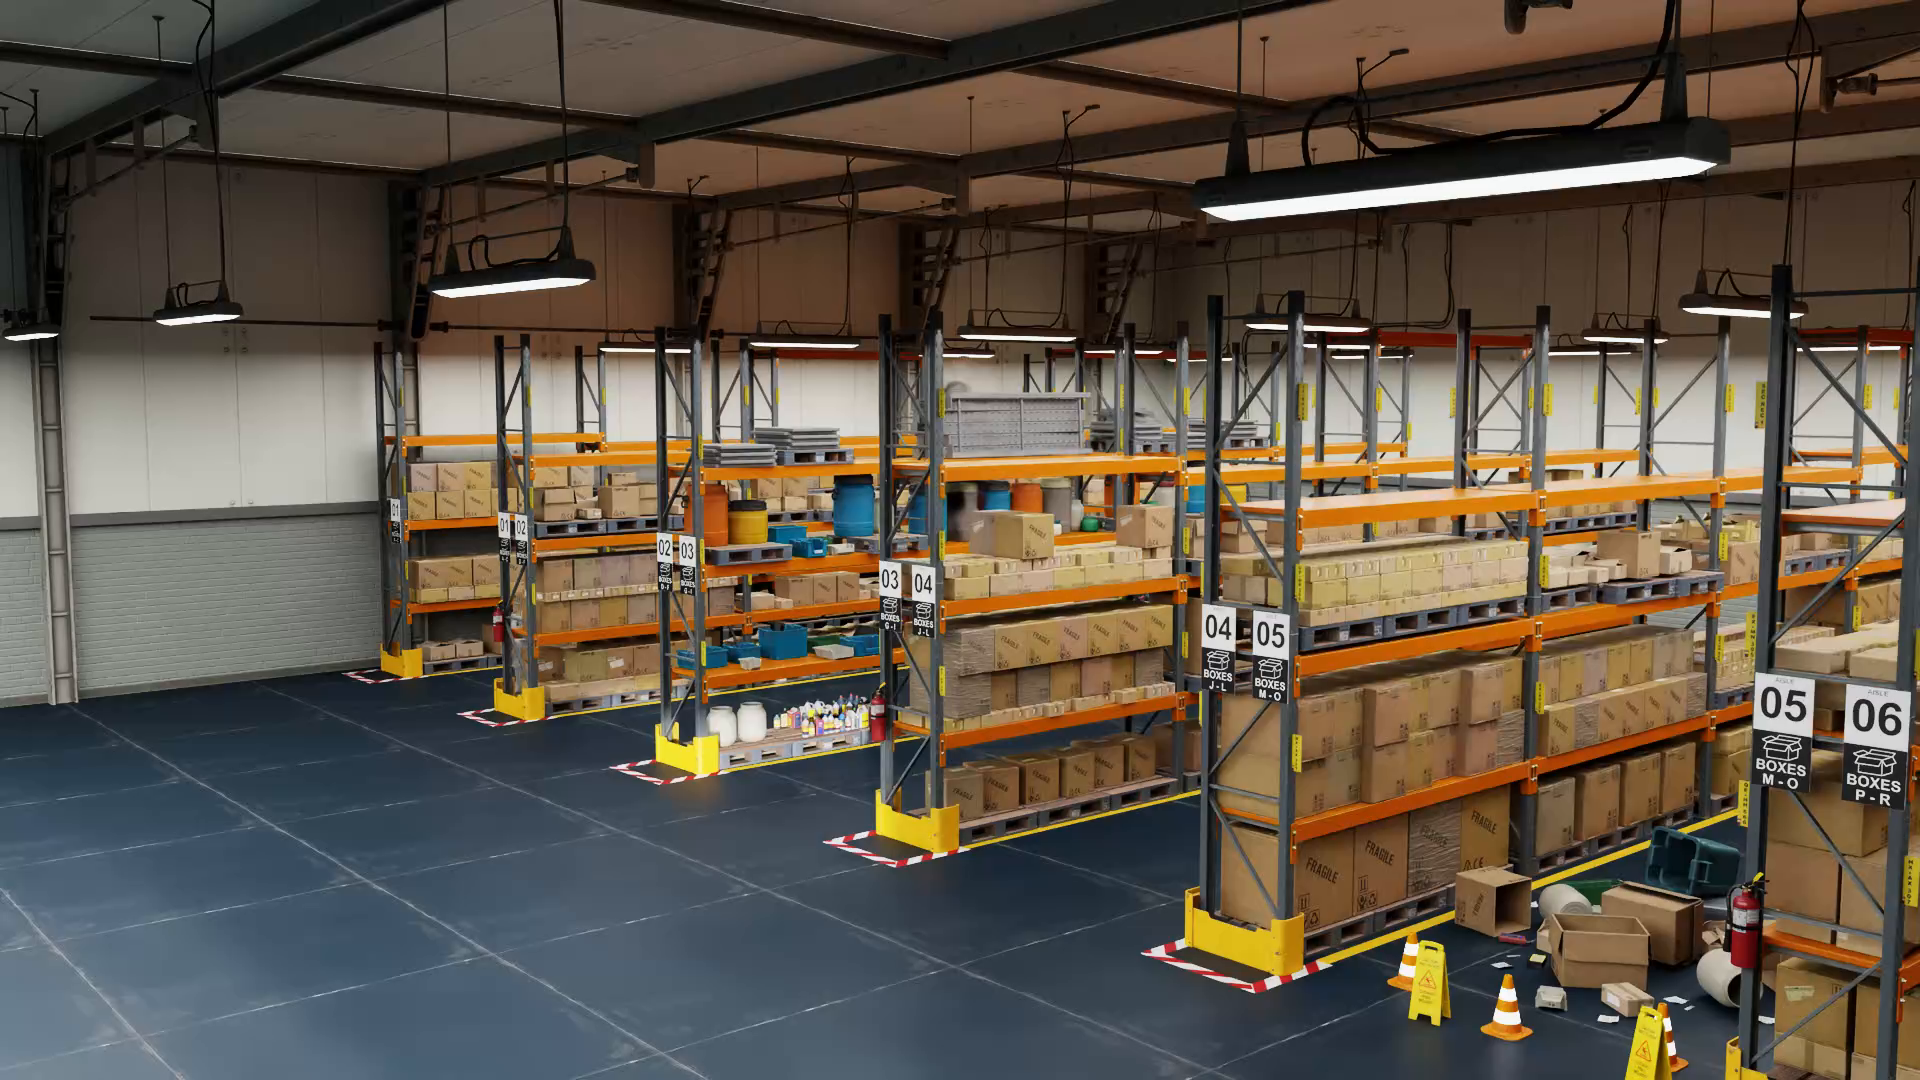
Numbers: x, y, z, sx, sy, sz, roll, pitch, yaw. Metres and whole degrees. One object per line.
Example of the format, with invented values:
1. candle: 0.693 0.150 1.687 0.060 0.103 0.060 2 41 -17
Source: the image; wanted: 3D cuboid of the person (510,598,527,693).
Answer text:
1. person: -7.530 1.785 28.373 0.653 1.650 0.647 3 6 31
